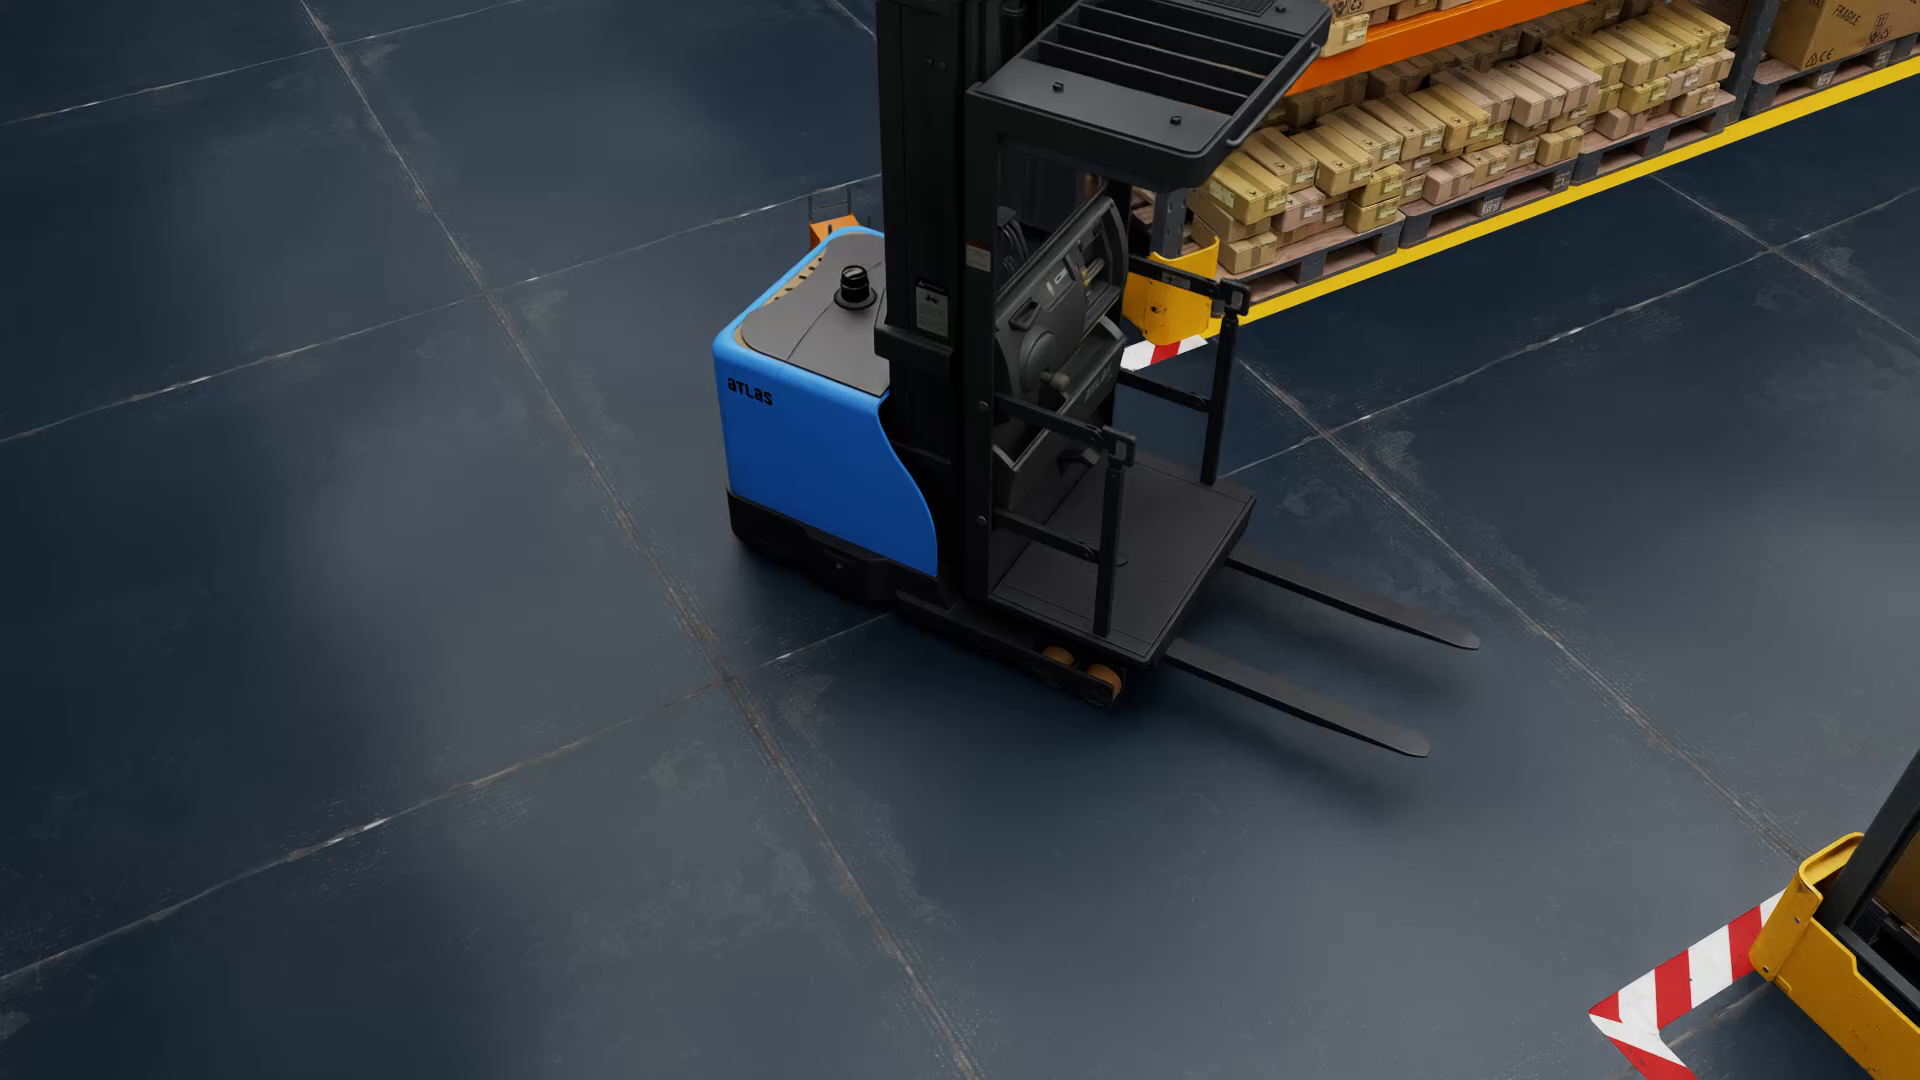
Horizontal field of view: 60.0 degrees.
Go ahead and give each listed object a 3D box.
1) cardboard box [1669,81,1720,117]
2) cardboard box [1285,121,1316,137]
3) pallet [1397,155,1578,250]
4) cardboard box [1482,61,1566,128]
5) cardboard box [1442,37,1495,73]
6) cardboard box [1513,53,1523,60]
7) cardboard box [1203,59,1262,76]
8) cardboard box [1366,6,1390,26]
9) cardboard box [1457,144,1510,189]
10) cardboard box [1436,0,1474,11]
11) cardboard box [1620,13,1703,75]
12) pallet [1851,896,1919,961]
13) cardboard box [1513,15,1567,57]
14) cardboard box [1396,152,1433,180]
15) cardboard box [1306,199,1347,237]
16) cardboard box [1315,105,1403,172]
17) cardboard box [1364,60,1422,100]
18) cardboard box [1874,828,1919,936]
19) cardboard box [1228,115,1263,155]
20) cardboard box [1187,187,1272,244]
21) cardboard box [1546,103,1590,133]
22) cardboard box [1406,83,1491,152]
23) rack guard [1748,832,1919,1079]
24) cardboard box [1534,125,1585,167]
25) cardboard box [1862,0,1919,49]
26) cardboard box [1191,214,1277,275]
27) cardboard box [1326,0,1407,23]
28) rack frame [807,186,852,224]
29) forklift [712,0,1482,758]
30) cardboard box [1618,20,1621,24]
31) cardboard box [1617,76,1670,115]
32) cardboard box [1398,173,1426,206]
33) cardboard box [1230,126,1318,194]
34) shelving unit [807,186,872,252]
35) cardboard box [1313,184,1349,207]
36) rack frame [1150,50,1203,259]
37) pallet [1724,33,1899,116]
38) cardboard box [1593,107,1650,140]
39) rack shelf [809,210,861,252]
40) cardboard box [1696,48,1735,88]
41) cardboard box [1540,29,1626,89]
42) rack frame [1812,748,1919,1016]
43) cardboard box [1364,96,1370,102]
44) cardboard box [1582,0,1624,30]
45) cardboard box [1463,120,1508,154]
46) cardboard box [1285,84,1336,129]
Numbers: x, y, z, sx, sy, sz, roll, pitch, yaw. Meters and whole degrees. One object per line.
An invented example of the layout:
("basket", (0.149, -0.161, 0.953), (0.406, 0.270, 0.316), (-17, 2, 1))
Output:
("cardboard box", (4.055, -2.572, 9.421), (0.250, 0.149, 0.380), (-21, 48, -20))
("cardboard box", (1.806, -2.201, 8.825), (0.250, 0.149, 0.380), (-22, 48, -21))
("pallet", (2.601, -2.105, 9.197), (1.213, 0.211, 1.003), (-22, 48, -21))
("cardboard box", (2.952, -2.350, 8.765), (0.250, 0.149, 0.380), (-23, 49, -22))
("cardboard box", (2.689, -2.668, 9.093), (0.250, 0.149, 0.380), (-24, 49, -23))
("cardboard box", (3.148, -2.748, 9.389), (0.250, 0.149, 0.380), (-24, 49, -23))
("cardboard box", (1.201, -2.223, 7.496), (0.250, 0.149, 0.380), (-22, 48, -21))
("cardboard box", (1.817, -2.570, 7.854), (0.250, 0.149, 0.380), (-20, 47, -19))
("cardboard box", (2.705, -2.059, 8.893), (0.250, 0.149, 0.380), (-22, 48, -21))
("cardboard box", (2.293, -2.718, 8.006), (0.250, 0.149, 0.380), (-23, 49, -22))
("cardboard box", (3.844, -2.734, 9.161), (0.250, 0.149, 0.380), (-21, 48, -20))
("pallet", (3.794, 1.308, 5.680), (1.213, 0.211, 1.003), (-22, 48, -21))
("cardboard box", (3.145, -2.851, 9.282), (0.250, 0.149, 0.380), (-23, 49, -22))
("cardboard box", (2.232, -2.032, 8.651), (0.250, 0.149, 0.380), (-24, 49, -23))
("cardboard box", (1.768, -1.745, 8.569), (0.250, 0.149, 0.380), (-21, 48, -21))
("cardboard box", (2.015, -2.031, 8.436), (0.250, 0.149, 0.380), (-24, 49, -23))
("cardboard box", (2.242, -2.498, 8.918), (0.250, 0.149, 0.380), (-23, 49, -22))
("cardboard box", (3.655, 0.973, 5.247), (0.875, 0.875, 0.875), (-22, 48, -21))
("cardboard box", (1.336, -2.129, 8.537), (0.250, 0.149, 0.380), (-21, 48, -20))
("cardboard box", (1.339, -1.660, 8.268), (0.250, 0.149, 0.380), (-20, 48, -19))
("cardboard box", (3.181, -2.386, 9.016), (0.250, 0.149, 0.380), (-21, 48, -20))
("cardboard box", (2.511, -2.185, 8.595), (0.250, 0.149, 0.380), (-21, 48, -20))
("rack guard", (3.119, 1.537, 5.237), (0.348, 0.500, 1.175), (-22, 48, -21))
("cardboard box", (3.157, -2.213, 9.051), (0.250, 0.149, 0.380), (-22, 48, -21))
("cardboard box", (5.456, -3.321, 9.941), (0.500, 0.500, 0.500), (-20, 48, -19))
("cardboard box", (1.370, -1.515, 8.332), (0.250, 0.149, 0.380), (-21, 48, -20))
("cardboard box", (1.735, -2.731, 7.554), (0.500, 0.500, 0.500), (-22, 48, -21))
("rack frame", (-0.569, -1.140, 7.600), (0.200, 1.050, 0.008), (-17, 47, -17))
("forklift", (0.553, -0.829, 5.929), (3.031, 2.935, 1.130), (22, 48, 21))
("cardboard box", (3.751, -3.088, 9.740), (0.250, 0.149, 0.380), (-20, 47, -19))
("cardboard box", (3.658, -2.514, 9.148), (0.250, 0.149, 0.380), (-23, 49, -22))
("cardboard box", (2.218, -1.914, 8.743), (0.250, 0.149, 0.380), (-22, 48, -21))
("cardboard box", (1.559, -1.885, 8.286), (0.250, 0.149, 0.380), (-21, 48, -20))
("shelving unit", (-0.520, -1.062, 7.520), (0.215, 1.050, 0.252), (-17, 47, -17))
("cardboard box", (1.772, -1.859, 8.473), (0.250, 0.149, 0.380), (-21, 48, -20))
("rack frame", (0.757, -2.398, 7.497), (0.127, 3.000, 1.000), (-22, 48, -21))
("pallet", (4.899, -3.057, 10.177), (1.213, 0.211, 1.003), (-22, 48, -21))
("cardboard box", (3.591, -2.402, 9.246), (0.250, 0.149, 0.380), (-23, 49, -22))
("rack shelf", (-0.520, -1.258, 7.330), (0.215, 0.259, 0.240), (-17, 47, -17))
("cardboard box", (4.110, -2.719, 9.360), (0.250, 0.149, 0.380), (-21, 48, -20))
("cardboard box", (3.368, -2.601, 9.024), (0.250, 0.149, 0.380), (-20, 48, -20))
("rack frame", (3.140, 0.632, 4.375), (0.127, 3.000, 1.000), (-22, 48, -21))
("cardboard box", (2.196, -2.435, 9.066), (0.250, 0.149, 0.380), (-20, 47, -19))
("cardboard box", (3.555, -3.073, 9.511), (0.250, 0.149, 0.380), (-20, 47, -19))
("cardboard box", (2.685, -2.239, 8.864), (0.250, 0.149, 0.380), (-20, 47, -19))
("cardboard box", (1.753, -2.347, 8.762), (0.250, 0.149, 0.380), (-24, 49, -22))
